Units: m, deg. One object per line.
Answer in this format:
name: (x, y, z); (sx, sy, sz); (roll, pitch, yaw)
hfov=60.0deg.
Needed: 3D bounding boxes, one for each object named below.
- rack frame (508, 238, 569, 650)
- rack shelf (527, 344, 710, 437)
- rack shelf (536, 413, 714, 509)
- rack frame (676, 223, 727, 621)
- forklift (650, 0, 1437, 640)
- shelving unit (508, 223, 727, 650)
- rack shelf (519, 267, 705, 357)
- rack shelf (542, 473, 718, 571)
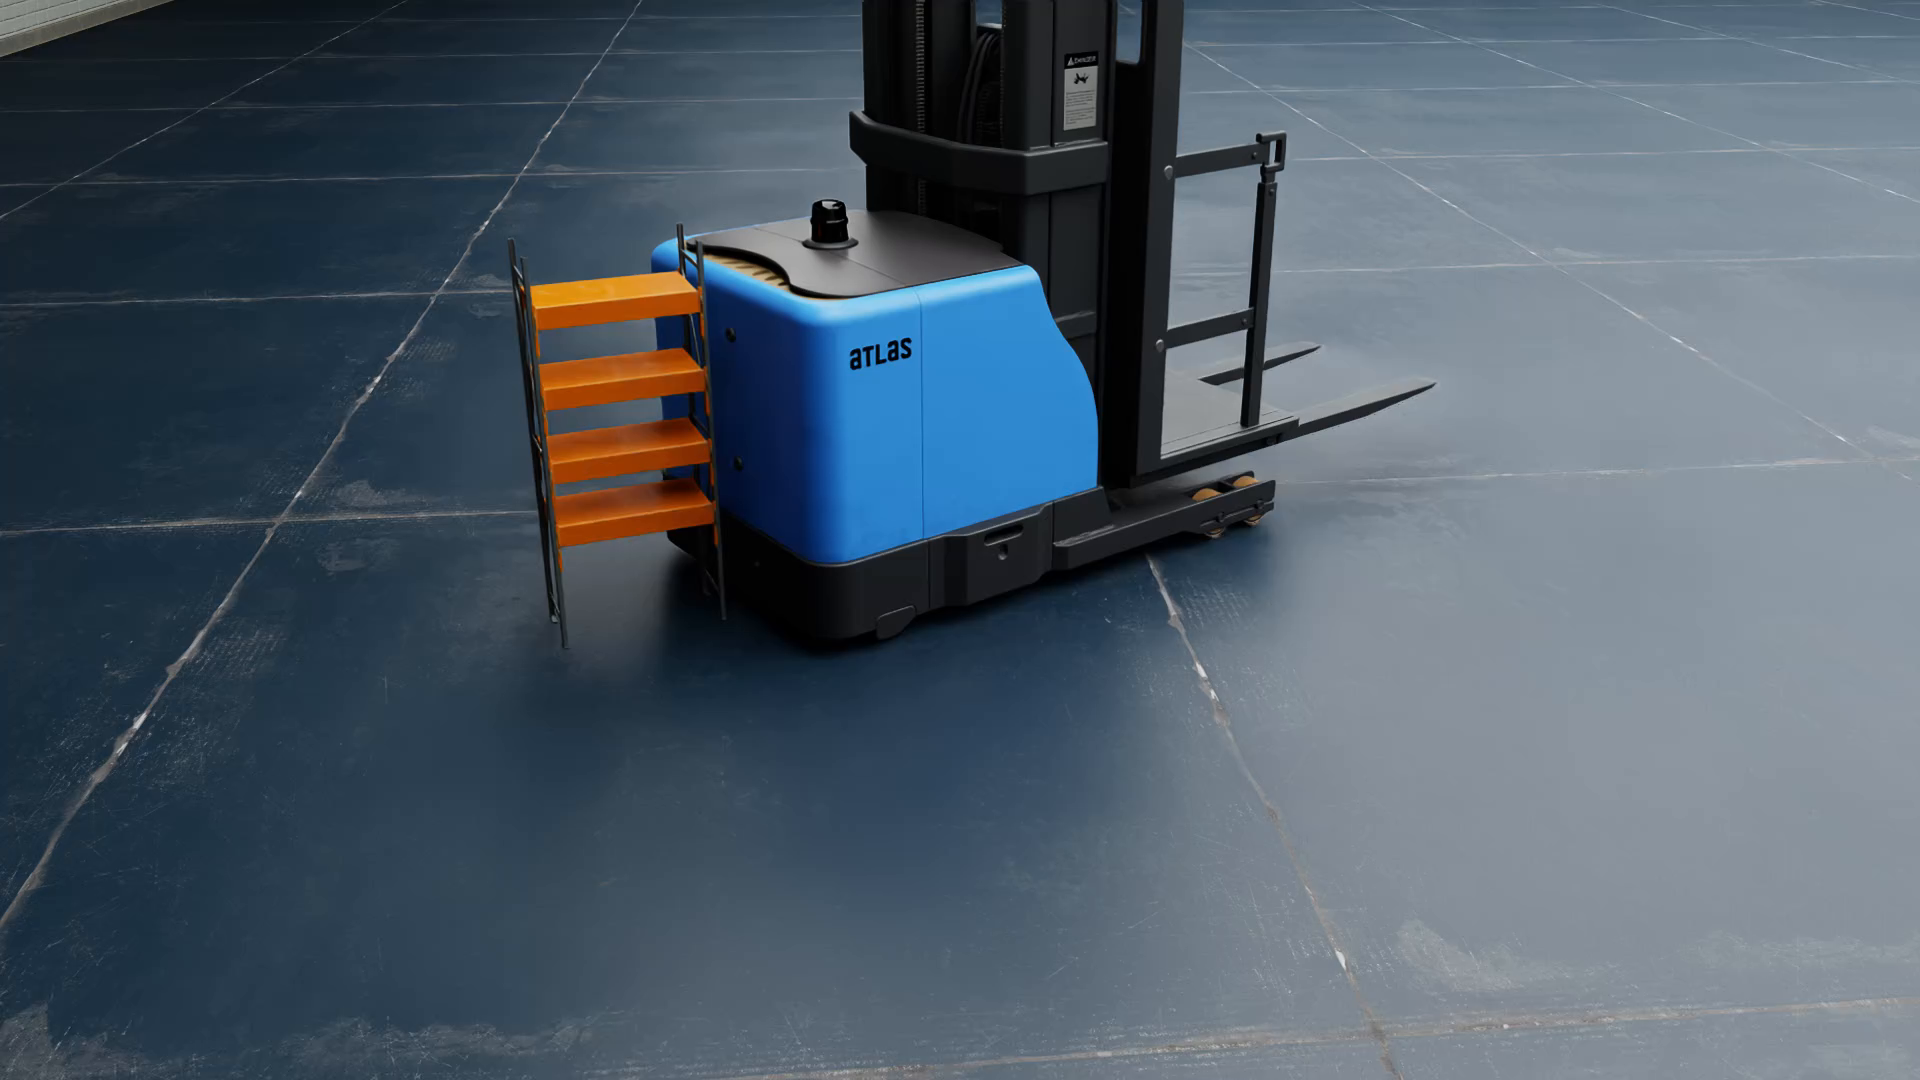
rack frame: (-1.231, -0.263, 4.865); (0.015, 1.200, 0.240); (-10, 26, -21)
rack shelf: (-1.006, -0.445, 4.888); (0.480, 0.148, 0.258); (-10, 26, -21)
rack shelf: (-1.006, -0.240, 4.979); (0.480, 0.148, 0.258); (-10, 26, -21)
rack frame: (-0.781, -0.341, 5.039); (0.015, 1.200, 0.240); (-10, 26, -21)
forklift: (0.494, -1.503, 5.522); (3.031, 2.935, 1.130); (-17, 29, -34)
shelving unit: (-1.006, -0.302, 4.952); (0.503, 1.200, 0.258); (-10, 26, -21)
rack shelf: (-1.006, -0.661, 4.792); (0.480, 0.148, 0.258); (-10, 26, -21)
rack shelf: (-1.006, -0.059, 5.060); (0.480, 0.148, 0.258); (-10, 26, -21)
